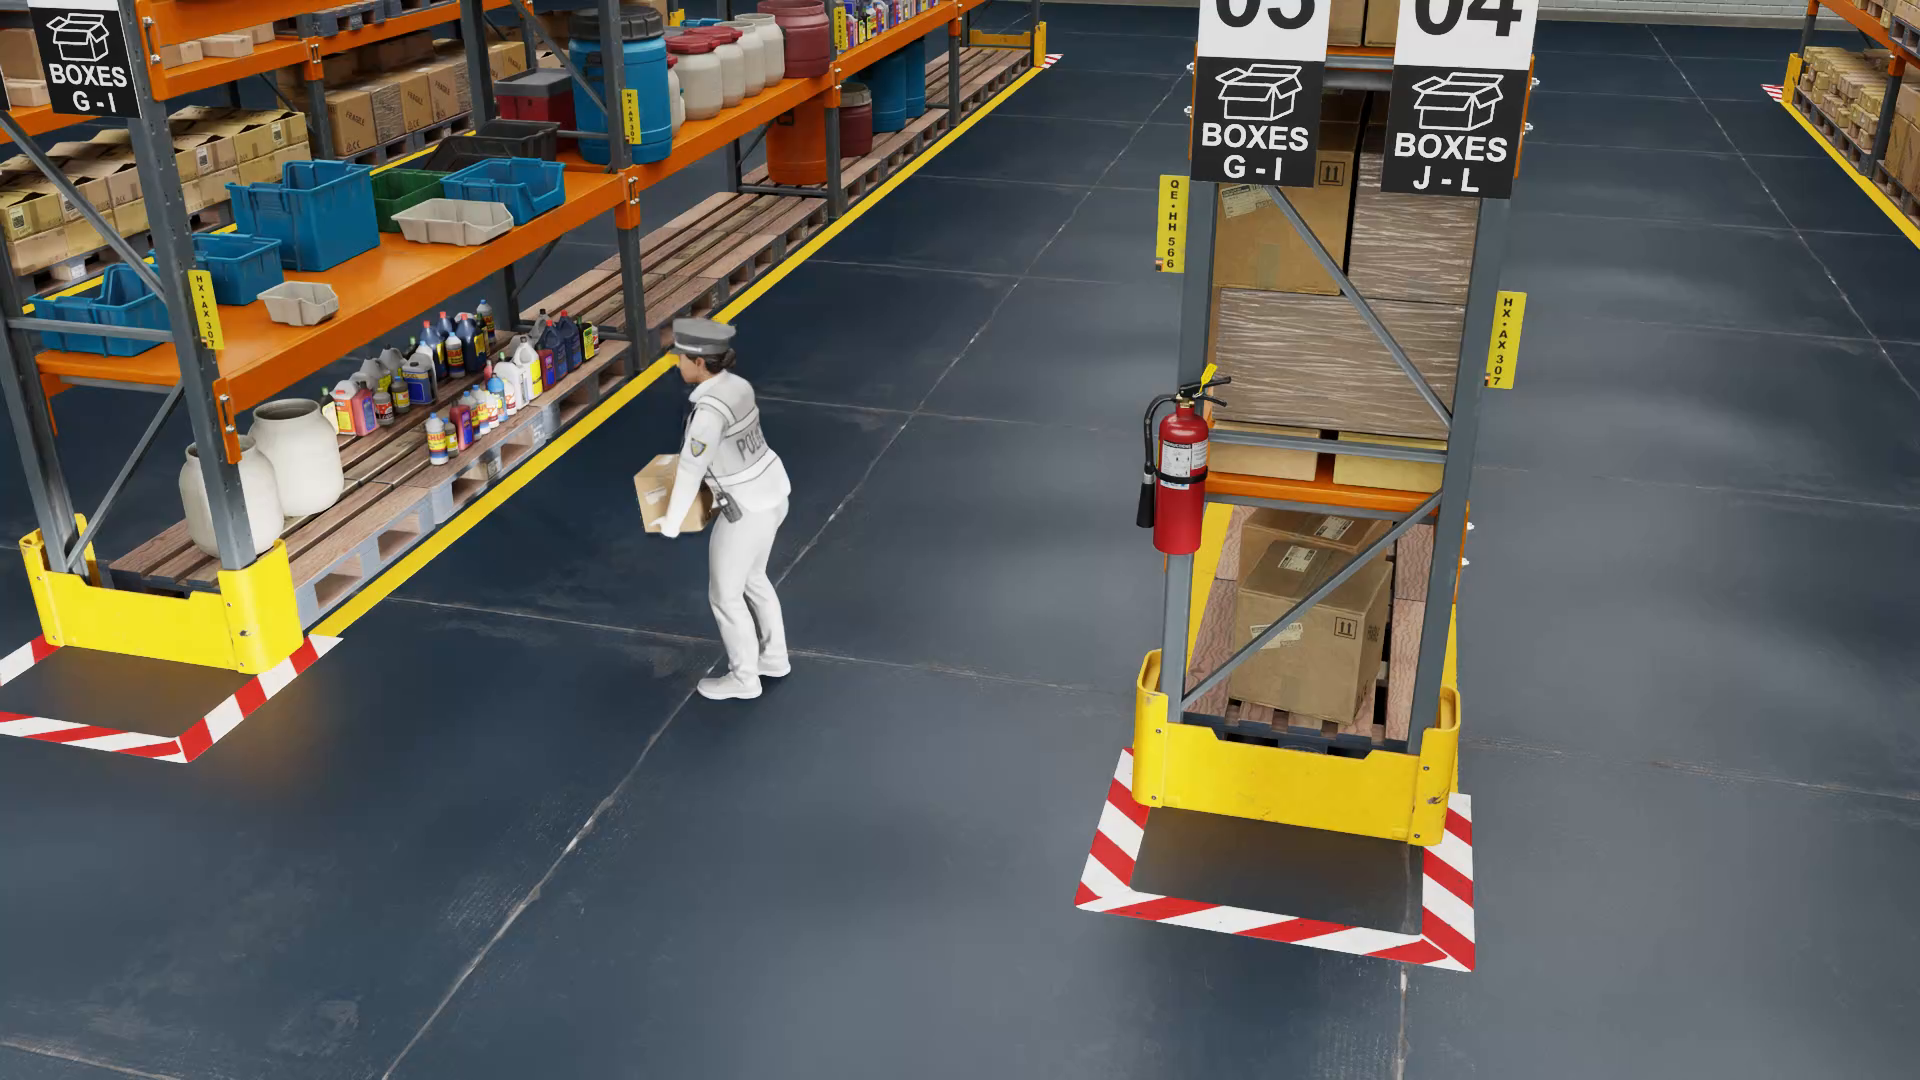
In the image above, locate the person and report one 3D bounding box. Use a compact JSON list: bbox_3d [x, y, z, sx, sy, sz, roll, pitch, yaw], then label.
[{"bbox_3d":[-0.983,-0.115,6.879,0.549,1.648,0.412,6,26,12],"label":"person"}]
